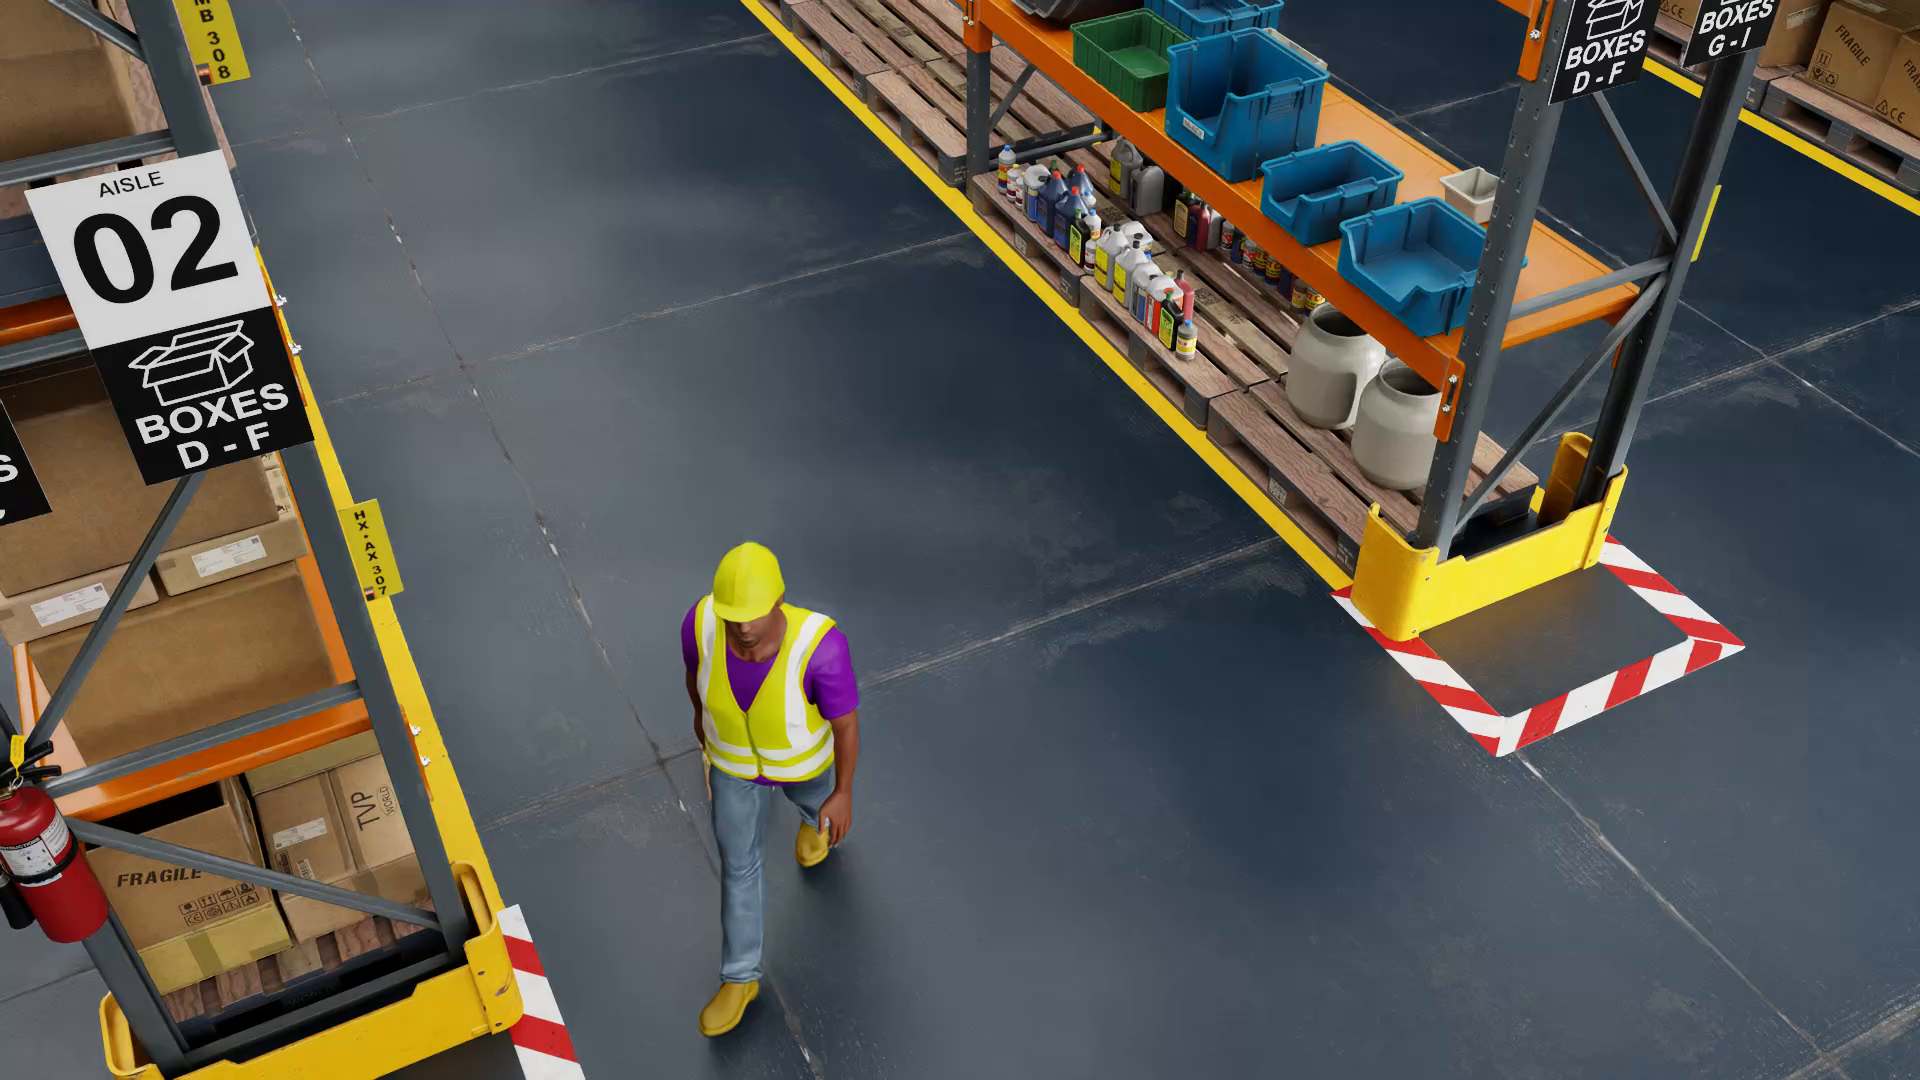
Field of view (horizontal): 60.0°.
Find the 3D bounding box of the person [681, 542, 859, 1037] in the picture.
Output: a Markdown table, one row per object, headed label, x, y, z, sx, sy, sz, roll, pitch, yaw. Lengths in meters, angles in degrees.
| label | x | y | z | sx | sy | sz | roll | pitch | yaw |
| --- | --- | --- | --- | --- | --- | --- | --- | --- | --- |
| person | -0.616 | 0.712 | 5.317 | 0.608 | 1.703 | 1.076 | 4 | 41 | 5 |
